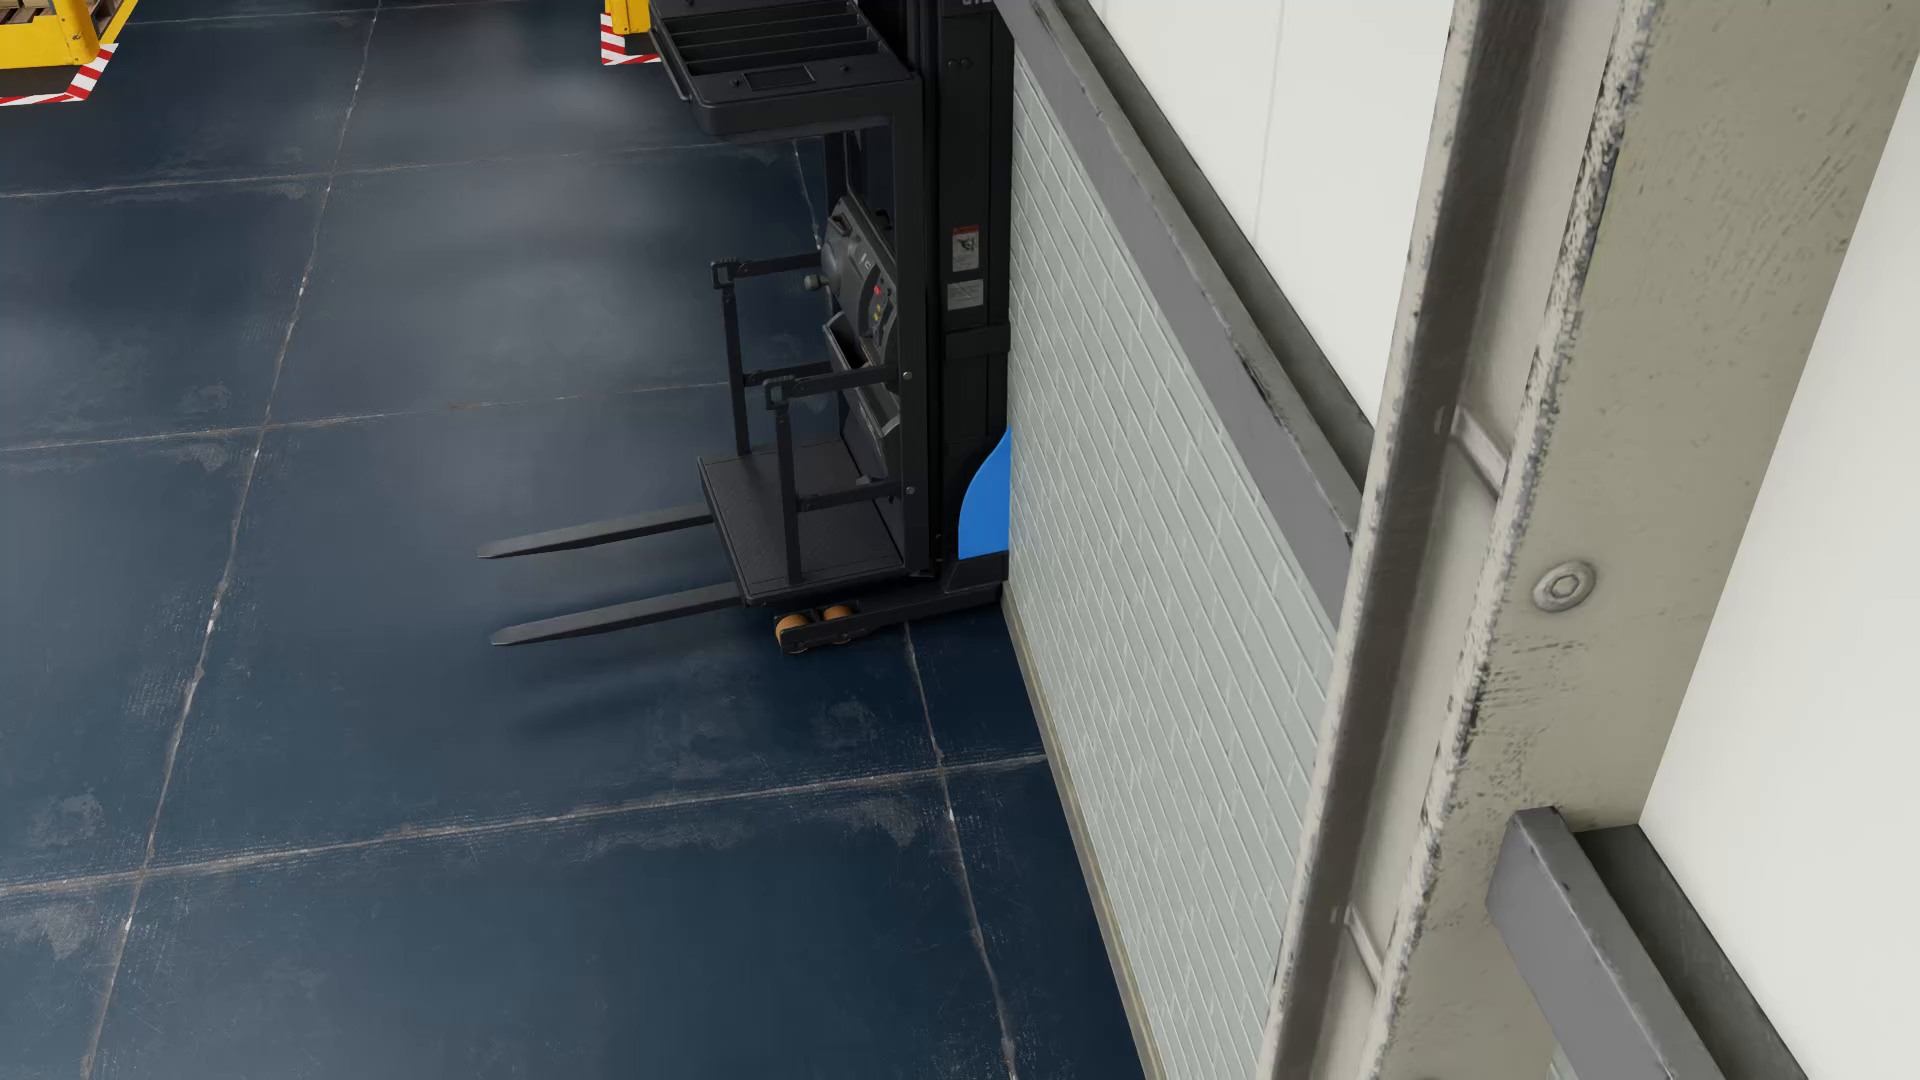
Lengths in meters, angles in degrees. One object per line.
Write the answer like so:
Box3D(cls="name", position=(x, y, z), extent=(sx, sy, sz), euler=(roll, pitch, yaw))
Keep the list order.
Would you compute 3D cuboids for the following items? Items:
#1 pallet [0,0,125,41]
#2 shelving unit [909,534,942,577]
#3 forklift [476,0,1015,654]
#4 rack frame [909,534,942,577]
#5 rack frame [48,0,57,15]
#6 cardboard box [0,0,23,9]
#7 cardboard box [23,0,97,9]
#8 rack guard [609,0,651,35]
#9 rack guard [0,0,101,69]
Box3D(cls="pallet", position=(-7.118, -4.133, 12.898), extent=(1.003, 0.211, 1.213), euler=(-6, 38, -8))
Box3D(cls="shelving unit", position=(-0.044, -0.585, 7.475), extent=(0.538, 1.125, 1.048), euler=(1, 29, -22))
Box3D(cls="forklift", position=(-0.593, -1.037, 6.696), extent=(3.031, 2.935, 1.130), euler=(-11, 39, -14))
Box3D(cls="rack frame", position=(0.119, -0.334, 7.064), extent=(0.500, 1.125, 0.032), euler=(1, 29, -22))
Box3D(cls="rack frame", position=(-6.997, -4.694, 11.347), extent=(1.000, 3.000, 0.127), euler=(-6, 38, -8))
Box3D(cls="cardboard box", position=(-7.408, -4.248, 12.671), extent=(0.500, 0.250, 0.500), euler=(-6, 38, -8))
Box3D(cls="cardboard box", position=(-6.866, -4.291, 12.727), extent=(0.500, 0.250, 0.500), euler=(-7, 38, -8))
Box3D(cls="rack guard", position=(-2.107, -4.228, 12.785), extent=(1.175, 0.500, 0.348), euler=(-6, 38, -8))
Box3D(cls="rack guard", position=(-7.011, -3.753, 12.173), extent=(1.175, 0.500, 0.348), euler=(-6, 38, -8))
